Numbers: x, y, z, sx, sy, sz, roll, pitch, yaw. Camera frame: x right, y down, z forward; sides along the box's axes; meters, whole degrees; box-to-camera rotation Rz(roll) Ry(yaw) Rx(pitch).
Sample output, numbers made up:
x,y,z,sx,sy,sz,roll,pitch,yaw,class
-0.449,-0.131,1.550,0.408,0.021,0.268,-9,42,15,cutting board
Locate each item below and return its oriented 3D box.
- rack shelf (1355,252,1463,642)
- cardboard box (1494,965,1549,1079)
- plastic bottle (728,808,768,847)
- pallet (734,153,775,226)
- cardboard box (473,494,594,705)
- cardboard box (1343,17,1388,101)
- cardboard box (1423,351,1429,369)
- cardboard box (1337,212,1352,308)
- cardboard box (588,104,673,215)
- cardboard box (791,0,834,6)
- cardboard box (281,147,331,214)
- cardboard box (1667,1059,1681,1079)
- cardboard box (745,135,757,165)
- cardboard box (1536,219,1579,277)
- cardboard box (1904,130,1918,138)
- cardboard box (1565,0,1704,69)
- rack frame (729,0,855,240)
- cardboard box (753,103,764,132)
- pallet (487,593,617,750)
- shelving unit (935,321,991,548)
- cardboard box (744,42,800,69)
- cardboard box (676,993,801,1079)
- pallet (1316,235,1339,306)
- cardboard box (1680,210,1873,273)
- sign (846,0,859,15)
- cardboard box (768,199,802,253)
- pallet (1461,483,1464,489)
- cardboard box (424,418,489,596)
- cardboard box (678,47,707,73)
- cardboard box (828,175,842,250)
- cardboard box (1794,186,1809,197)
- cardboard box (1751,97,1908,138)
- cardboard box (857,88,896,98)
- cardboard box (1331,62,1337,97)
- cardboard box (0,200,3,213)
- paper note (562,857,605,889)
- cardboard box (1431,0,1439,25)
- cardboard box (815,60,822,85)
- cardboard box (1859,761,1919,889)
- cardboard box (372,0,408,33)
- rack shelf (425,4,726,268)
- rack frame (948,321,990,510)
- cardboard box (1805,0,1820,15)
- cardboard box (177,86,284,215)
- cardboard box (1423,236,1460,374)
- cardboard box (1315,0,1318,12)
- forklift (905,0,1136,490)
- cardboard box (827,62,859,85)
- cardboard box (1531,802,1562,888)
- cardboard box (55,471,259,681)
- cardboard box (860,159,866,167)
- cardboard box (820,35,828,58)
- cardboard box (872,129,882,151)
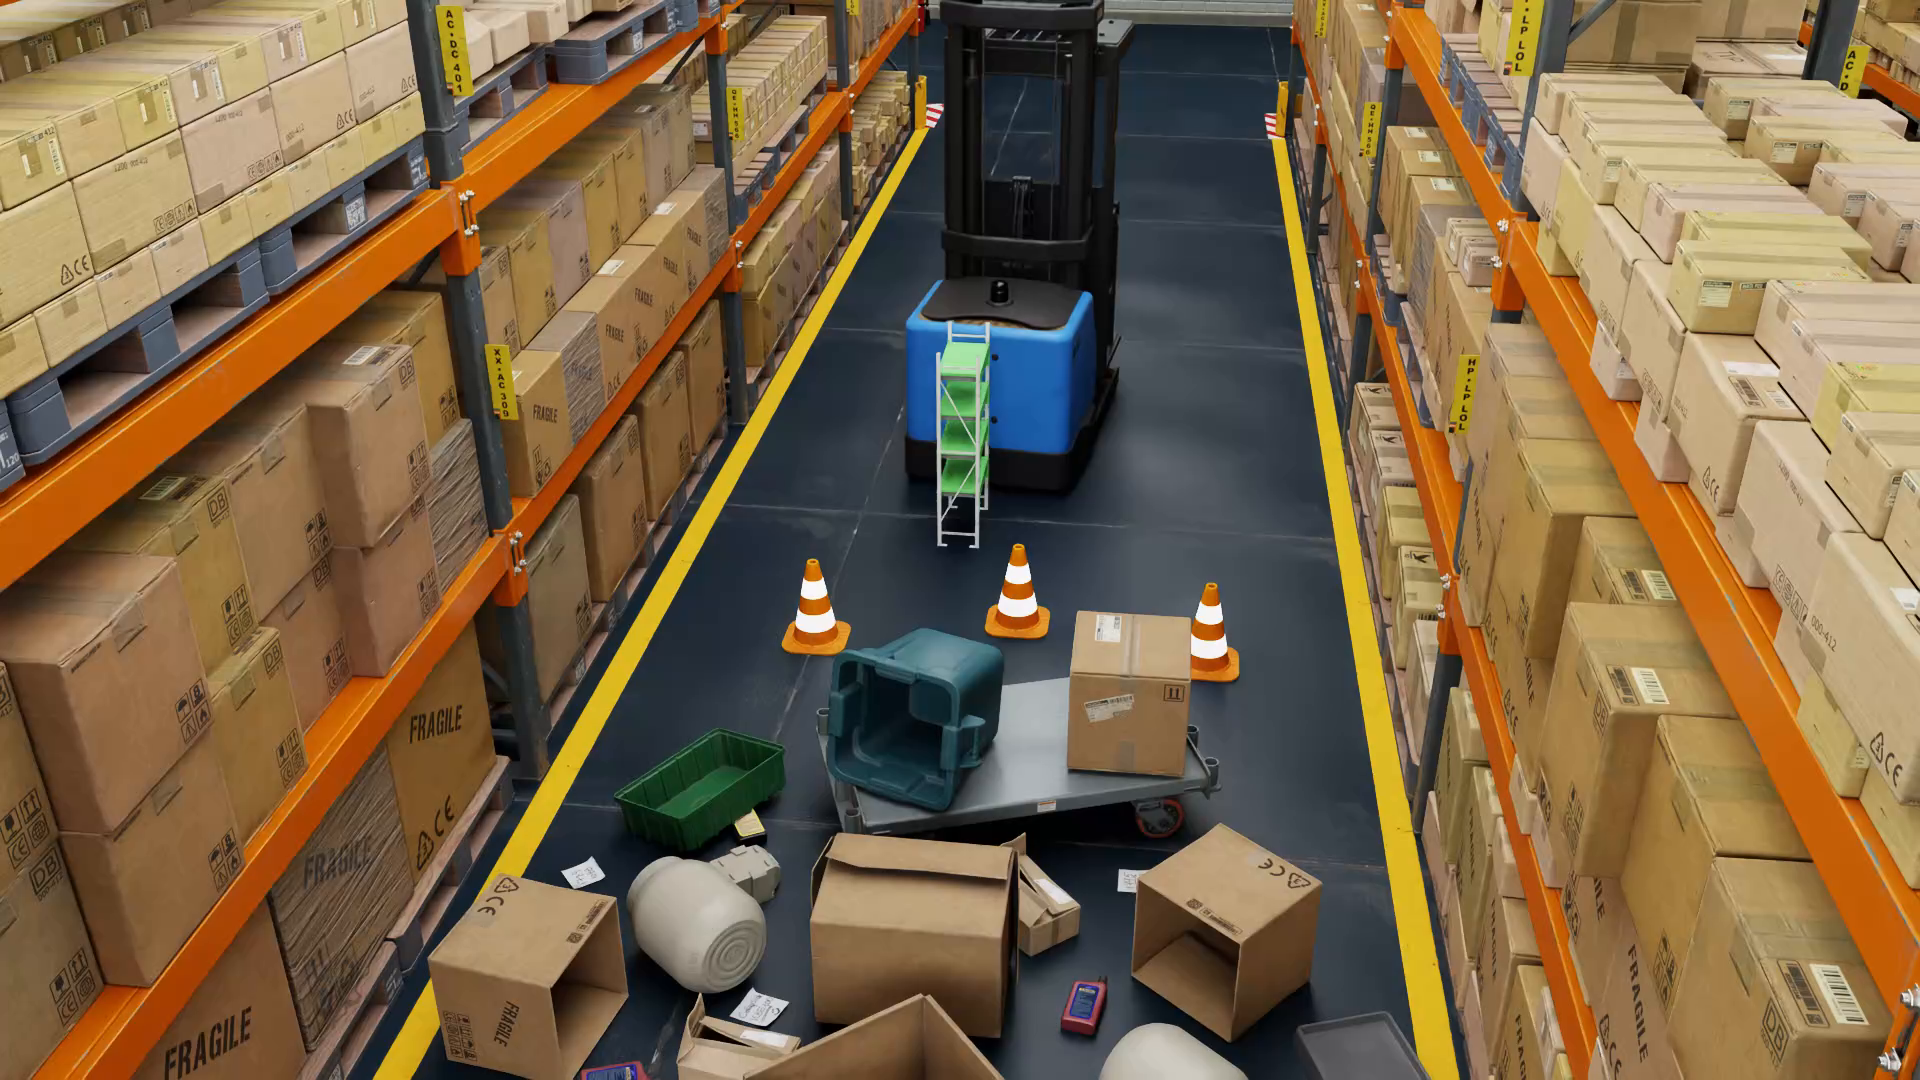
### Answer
x,y,z,sx,sy,sz,roll,pitch,yaw,class
2.750,-0.643,8.539,1.077,0.370,4.000,3,28,6,rack shelf
1.983,1.685,5.125,0.500,0.500,0.500,3,28,5,cardboard box
-0.957,1.253,7.359,0.133,0.061,0.283,-11,30,-20,plastic bottle
-1.949,-2.398,11.241,1.213,0.211,1.003,3,28,6,pallet
-2.434,0.250,8.053,1.050,0.750,0.750,3,28,6,cardboard box
2.990,-3.357,11.659,0.500,0.500,0.500,3,28,5,cardboard box
2.433,-0.830,7.950,0.380,0.149,0.250,3,28,6,cardboard box
3.385,-2.311,12.675,0.875,0.875,0.875,4,29,8,cardboard box
-2.056,-2.176,9.467,0.700,0.500,0.500,3,28,5,cardboard box
-1.143,-4.837,14.093,0.500,0.500,0.500,4,29,7,cardboard box
-2.240,-1.146,5.269,0.380,0.149,0.250,3,29,6,cardboard box
1.807,1.418,3.536,0.500,0.500,0.500,3,28,5,cardboard box
-1.610,-2.668,11.361,0.380,0.149,0.250,5,29,9,cardboard box
2.133,-0.976,5.501,0.380,0.149,0.250,3,28,6,cardboard box
8.425,-3.539,15.349,0.500,0.500,0.500,4,29,7,cardboard box
2.449,-1.958,6.247,0.500,0.250,0.500,4,29,7,cardboard box
-1.440,-4.024,14.056,1.000,3.000,0.127,3,28,6,rack frame
-1.581,-2.935,11.543,0.380,0.149,0.250,3,29,6,cardboard box
-2.401,0.602,8.410,1.003,0.211,1.213,3,28,6,pallet
0.020,-0.606,9.610,0.258,1.200,0.503,3,28,6,shelving unit
-1.427,-3.673,12.599,0.380,0.149,0.250,2,28,5,cardboard box
-0.803,1.862,6.015,0.396,0.266,0.258,8,29,15,cardboard box
3.465,-2.189,13.590,1.003,0.211,1.213,3,28,6,pallet
2.033,-0.713,4.173,0.380,0.149,0.250,4,29,7,cardboard box
-0.889,-4.503,13.725,0.100,0.325,0.005,3,28,6,sign
-1.470,-2.337,12.327,0.500,0.250,0.500,4,29,7,cardboard box
2.743,-0.285,7.319,1.003,0.211,1.213,3,28,6,pallet
-2.454,-0.150,6.707,0.875,0.550,0.550,3,28,6,cardboard box
-2.103,-3.593,12.451,0.380,0.149,0.250,4,29,8,cardboard box
-1.281,-2.745,13.876,0.500,0.500,0.500,3,28,5,cardboard box
2.657,-0.942,5.018,0.500,0.250,0.500,3,28,5,cardboard box
2.727,-1.290,5.244,0.380,0.149,0.250,3,28,5,cardboard box
-0.852,-4.472,16.824,0.380,0.149,0.250,2,28,4,cardboard box
3.115,-3.500,12.715,0.500,0.250,0.500,4,29,7,cardboard box
-2.429,-0.782,3.753,0.380,0.149,0.250,3,28,5,cardboard box
-1.604,1.418,7.086,0.147,0.020,0.142,-17,33,-29,paper note
2.756,-2.904,8.956,0.396,0.266,0.258,3,28,6,cardboard box
-1.324,-3.777,13.421,0.380,0.149,0.250,4,29,6,cardboard box
1.780,0.471,2.816,0.380,0.149,0.250,3,29,6,cardboard box
-2.149,-1.857,5.748,0.380,0.149,0.250,3,28,6,cardboard box
-2.176,-2.203,8.273,1.077,0.370,4.000,3,28,6,rack shelf
0.050,-0.721,9.823,0.240,1.200,0.015,3,28,6,rack frame
8.579,-5.247,16.171,0.500,0.250,0.500,4,29,6,cardboard box
-2.352,-1.153,4.861,0.500,0.250,0.500,3,28,6,cardboard box
2.462,-1.085,7.739,0.500,0.500,0.500,4,29,8,cardboard box
3.339,-4.745,14.234,0.500,0.500,0.500,3,28,5,cardboard box
0.499,-2.277,10.887,1.130,2.935,3.031,6,29,12,forklift
-1.081,-4.028,14.328,0.380,0.149,0.250,4,29,8,cardboard box
1.978,0.944,5.100,0.380,0.149,0.250,3,28,6,cardboard box
-2.712,0.134,5.042,0.875,0.550,0.500,3,28,6,cardboard box
-1.084,-3.474,15.599,0.380,0.149,0.250,3,28,5,cardboard box
-1.293,-4.030,13.577,0.380,0.149,0.250,4,29,8,cardboard box
-0.956,-3.848,15.979,0.380,0.149,0.250,3,28,6,cardboard box
